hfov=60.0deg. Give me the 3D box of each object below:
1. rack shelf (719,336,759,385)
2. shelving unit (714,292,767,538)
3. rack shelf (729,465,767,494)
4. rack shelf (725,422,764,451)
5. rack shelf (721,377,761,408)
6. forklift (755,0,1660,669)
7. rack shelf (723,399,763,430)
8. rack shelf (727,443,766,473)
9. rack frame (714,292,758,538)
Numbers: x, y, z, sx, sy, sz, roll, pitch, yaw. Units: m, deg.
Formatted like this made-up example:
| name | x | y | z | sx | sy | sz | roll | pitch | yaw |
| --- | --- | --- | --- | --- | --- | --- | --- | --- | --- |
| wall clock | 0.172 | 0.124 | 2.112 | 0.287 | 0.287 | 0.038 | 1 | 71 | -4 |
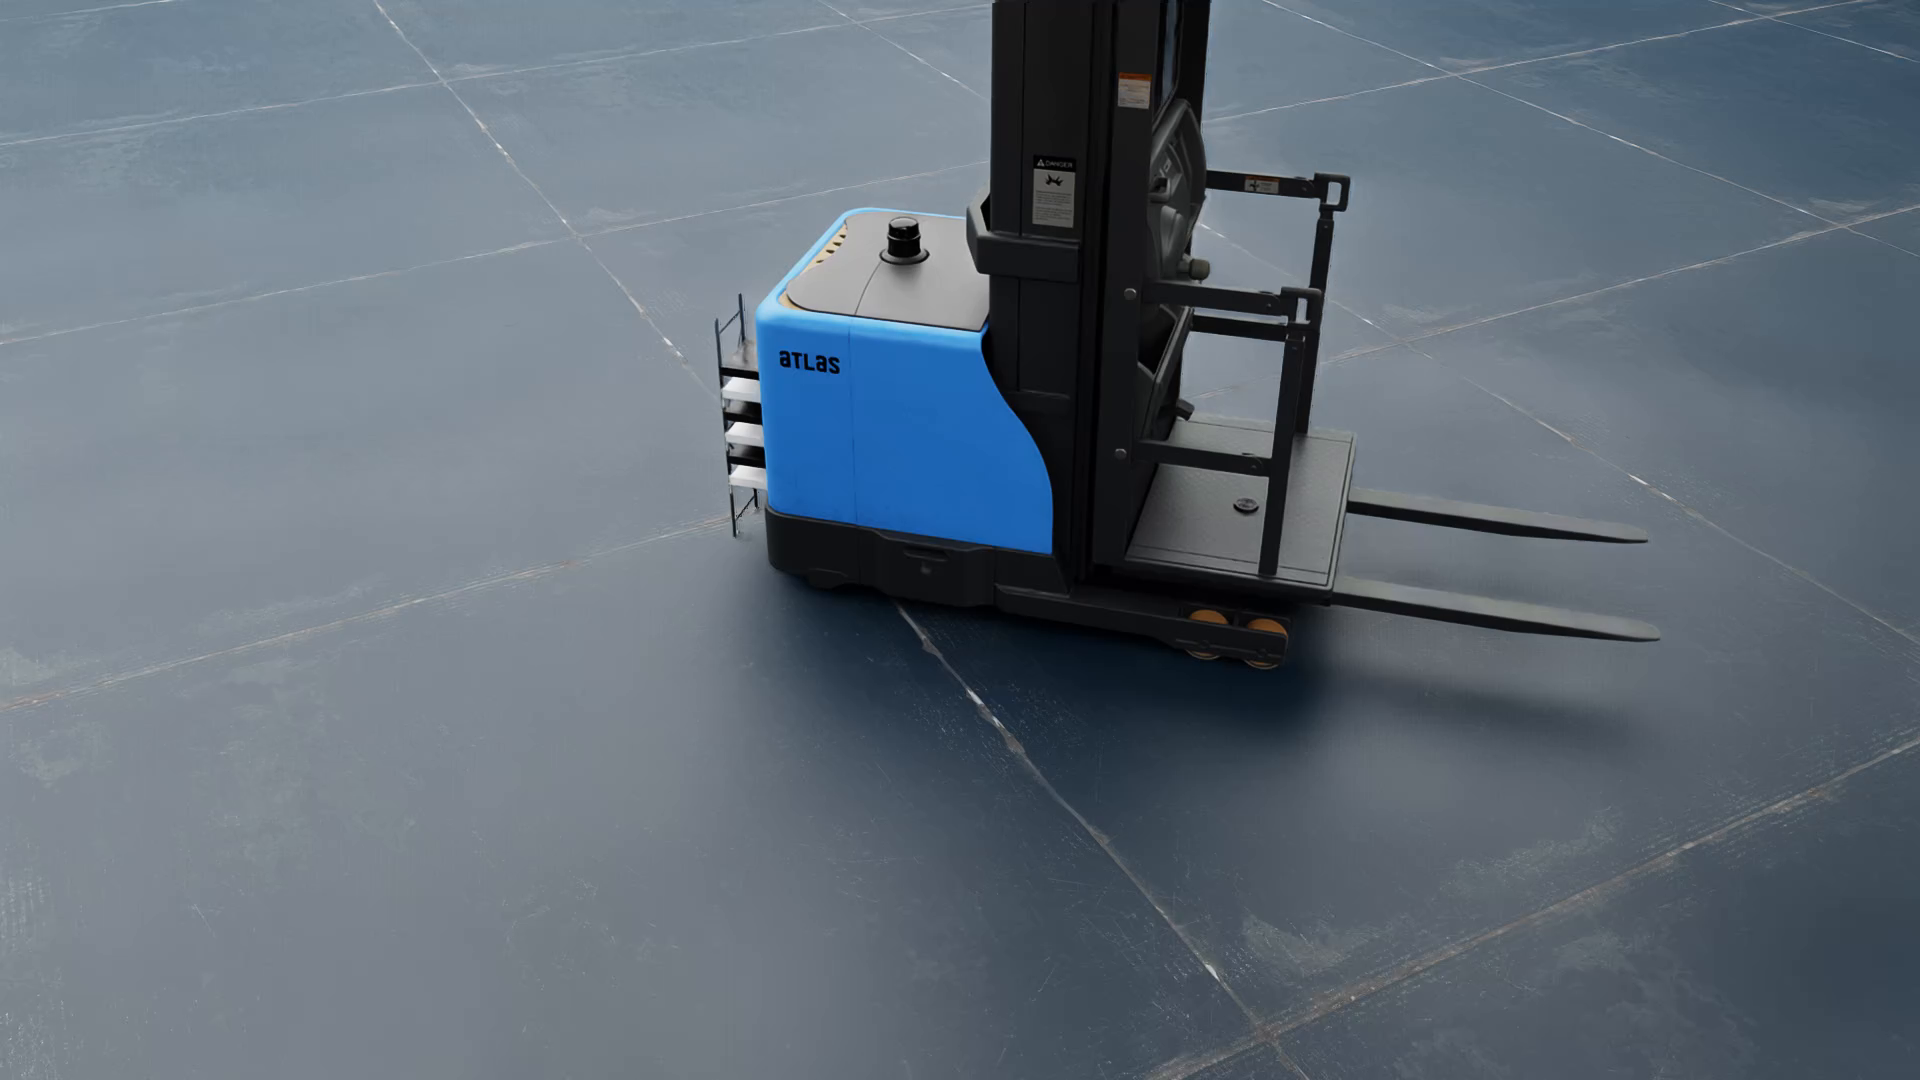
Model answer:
| name | x | y | z | sx | sy | sz | roll | pitch | yaw |
| --- | --- | --- | --- | --- | --- | --- | --- | --- | --- |
| rack shelf | -0.721 | -0.632 | 5.963 | 0.200 | 0.077 | 0.258 | 9 | 34 | 13 |
| shelving unit | -0.721 | -0.432 | 6.091 | 0.210 | 0.900 | 0.258 | 9 | 34 | 13 |
| rack shelf | -0.721 | -0.253 | 6.206 | 0.200 | 0.077 | 0.258 | 9 | 34 | 13 |
| rack shelf | -0.721 | -0.404 | 6.109 | 0.200 | 0.077 | 0.258 | 9 | 34 | 13 |
| rack shelf | -0.721 | -0.556 | 6.012 | 0.200 | 0.077 | 0.258 | 9 | 34 | 13 |
| forklift | 0.882 | -1.121 | 5.283 | 3.031 | 2.935 | 1.130 | 9 | 34 | 13 |
| rack shelf | -0.721 | -0.480 | 6.060 | 0.200 | 0.077 | 0.258 | 9 | 34 | 13 |
| rack shelf | -0.721 | -0.329 | 6.157 | 0.200 | 0.077 | 0.258 | 9 | 34 | 13 |
| rack frame | -0.818 | -0.447 | 6.114 | 0.006 | 0.900 | 0.240 | 9 | 34 | 13 |
